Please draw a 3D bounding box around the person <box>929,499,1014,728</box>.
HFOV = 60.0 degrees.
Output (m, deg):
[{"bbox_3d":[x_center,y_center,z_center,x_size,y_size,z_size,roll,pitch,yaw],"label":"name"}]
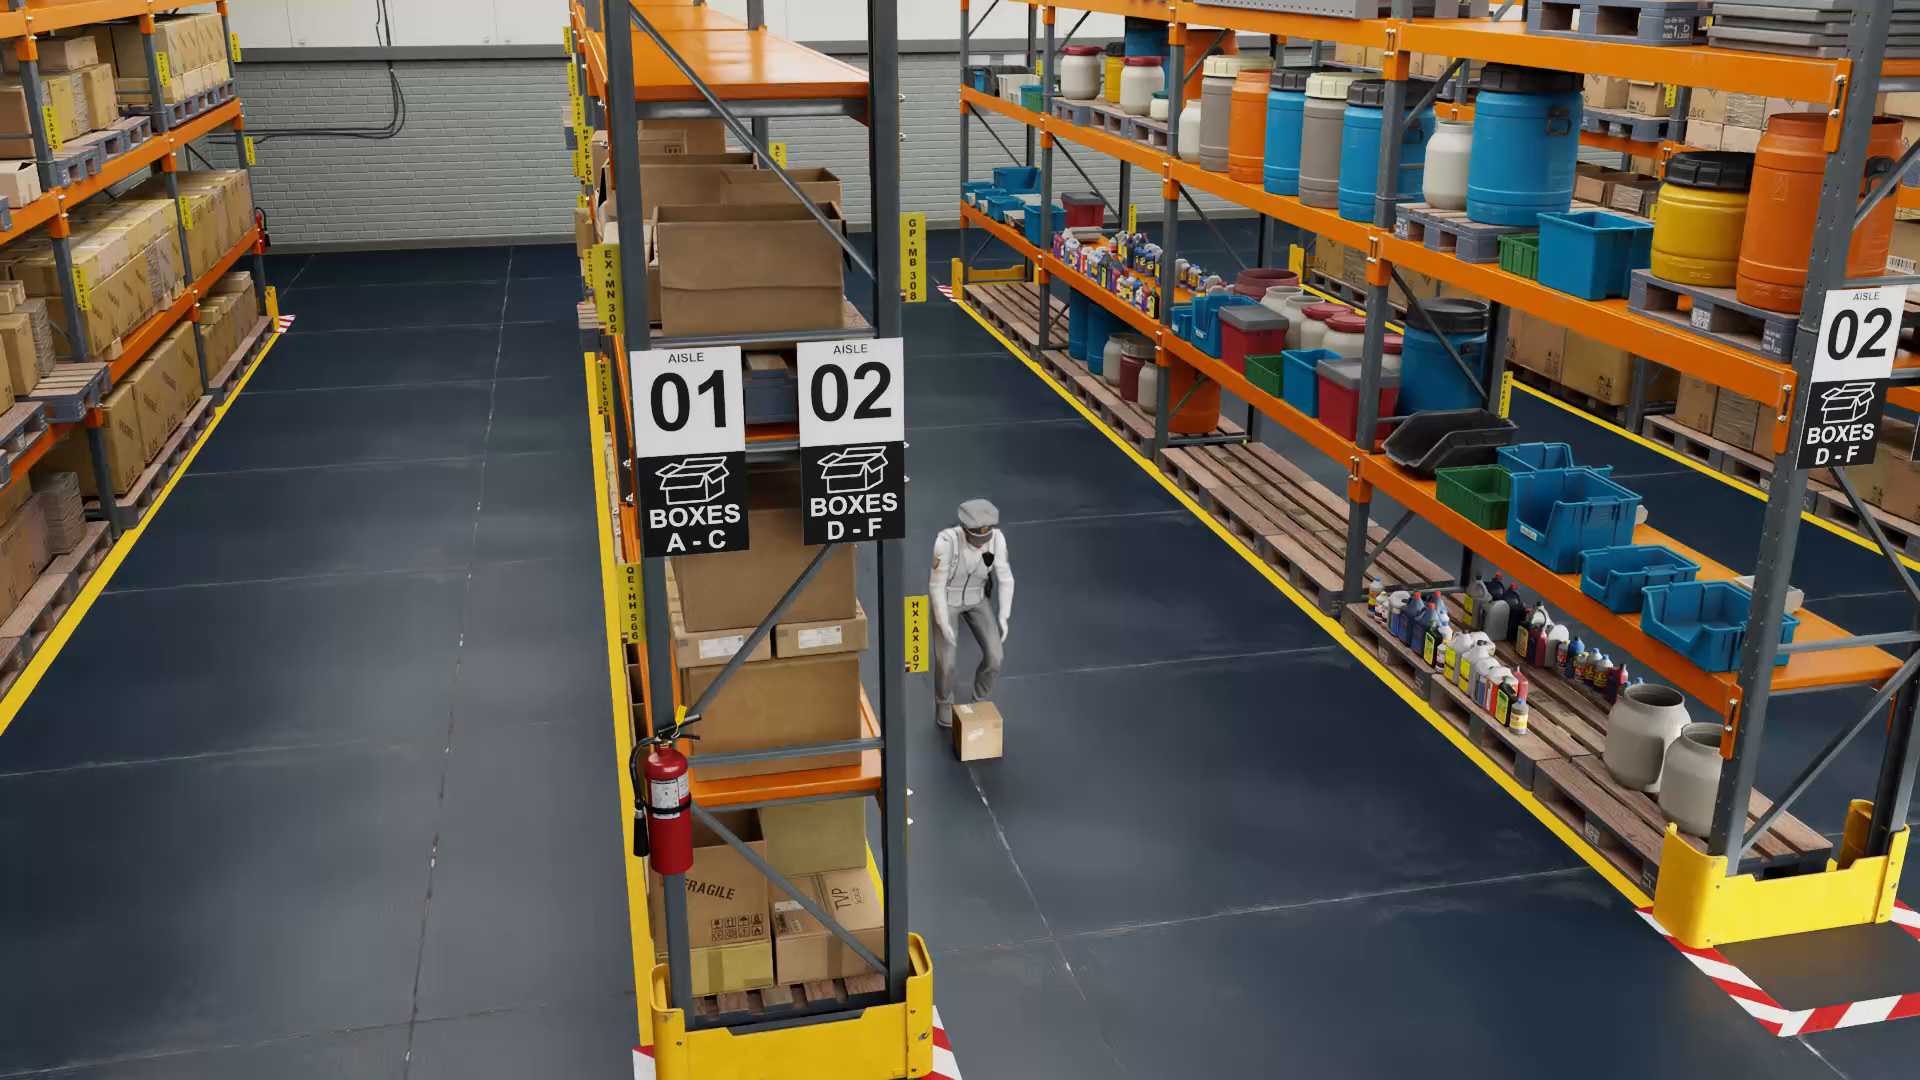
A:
[{"bbox_3d":[0.064,0.427,10.172,0.531,1.479,0.634,-4,20,-12],"label":"person"}]
